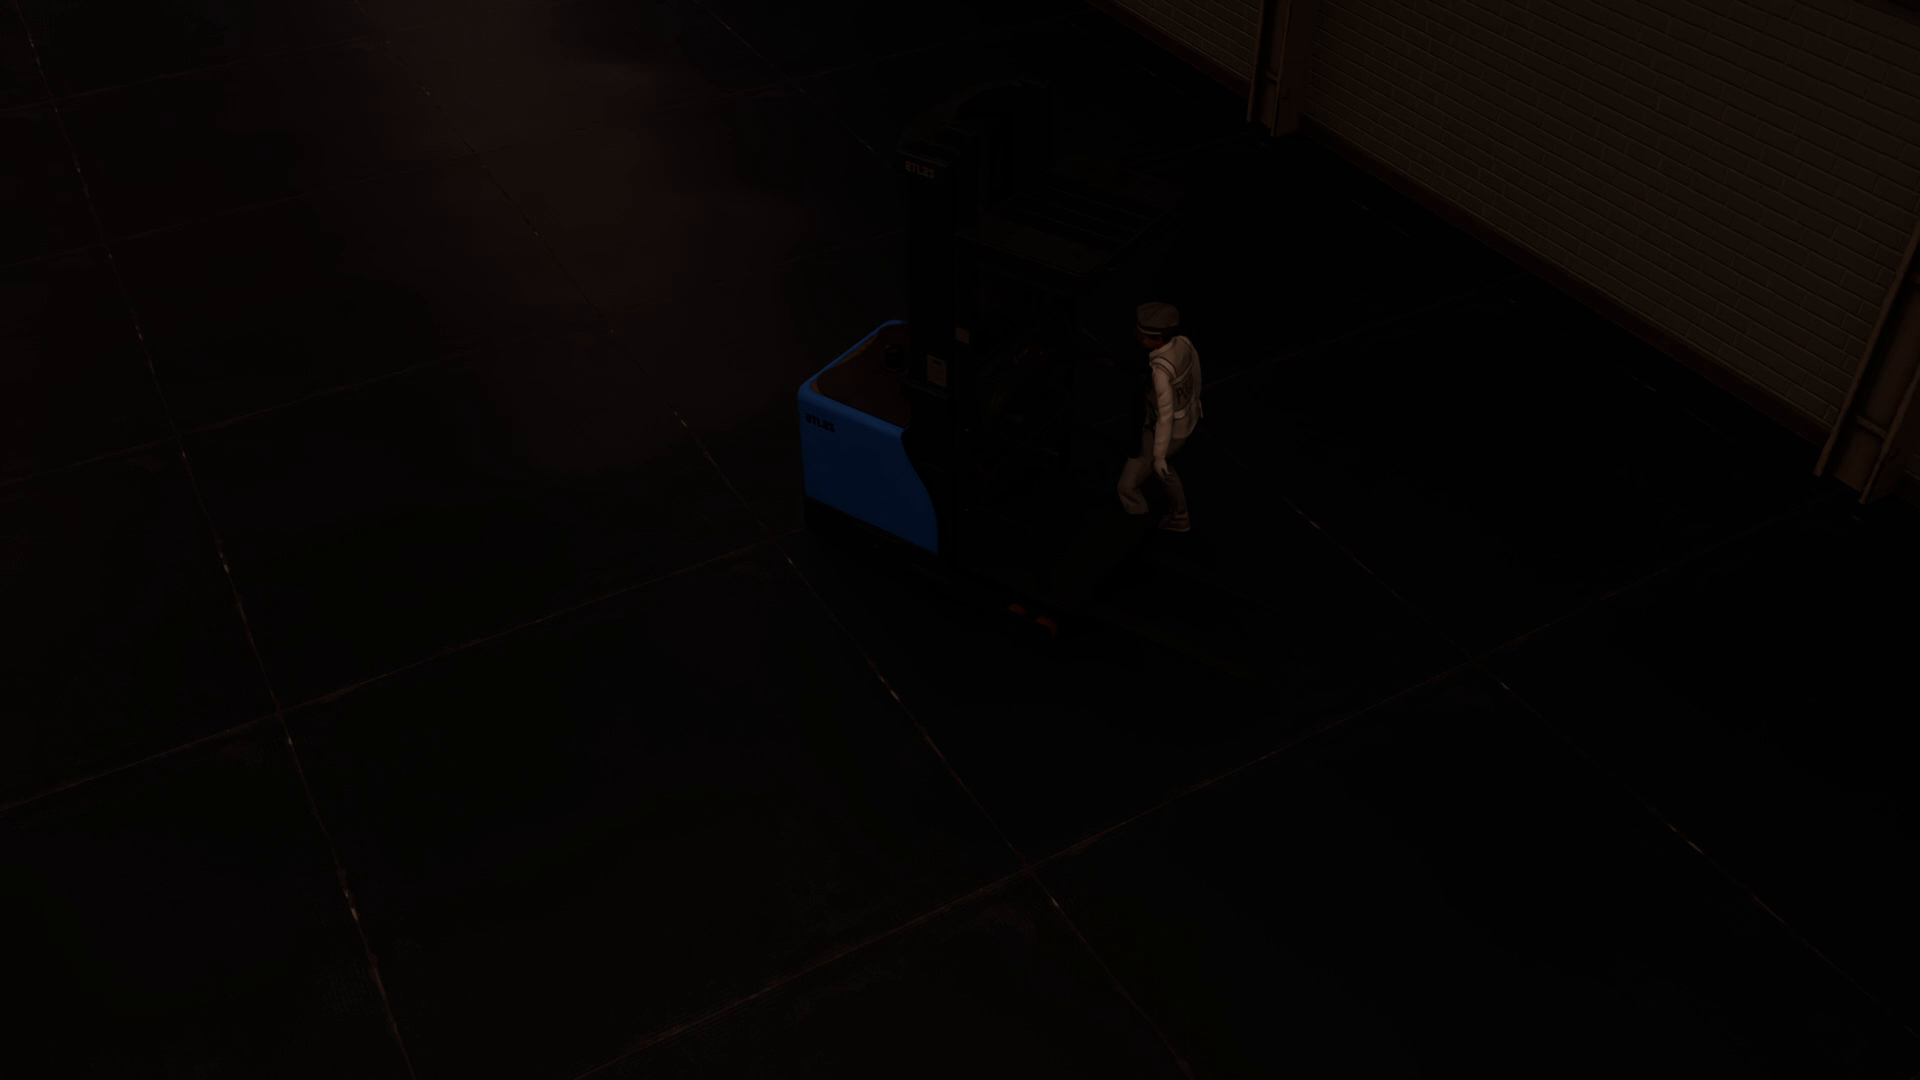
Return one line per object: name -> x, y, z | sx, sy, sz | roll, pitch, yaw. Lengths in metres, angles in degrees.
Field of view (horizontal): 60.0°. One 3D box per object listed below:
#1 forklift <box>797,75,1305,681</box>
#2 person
forklift -> 0.531, -0.911, 9.135 | 3.031, 2.935, 1.130 | 24, 45, 26
person -> 1.190, -0.648, 9.849 | 0.421, 1.635, 0.802 | 15, 42, 17
